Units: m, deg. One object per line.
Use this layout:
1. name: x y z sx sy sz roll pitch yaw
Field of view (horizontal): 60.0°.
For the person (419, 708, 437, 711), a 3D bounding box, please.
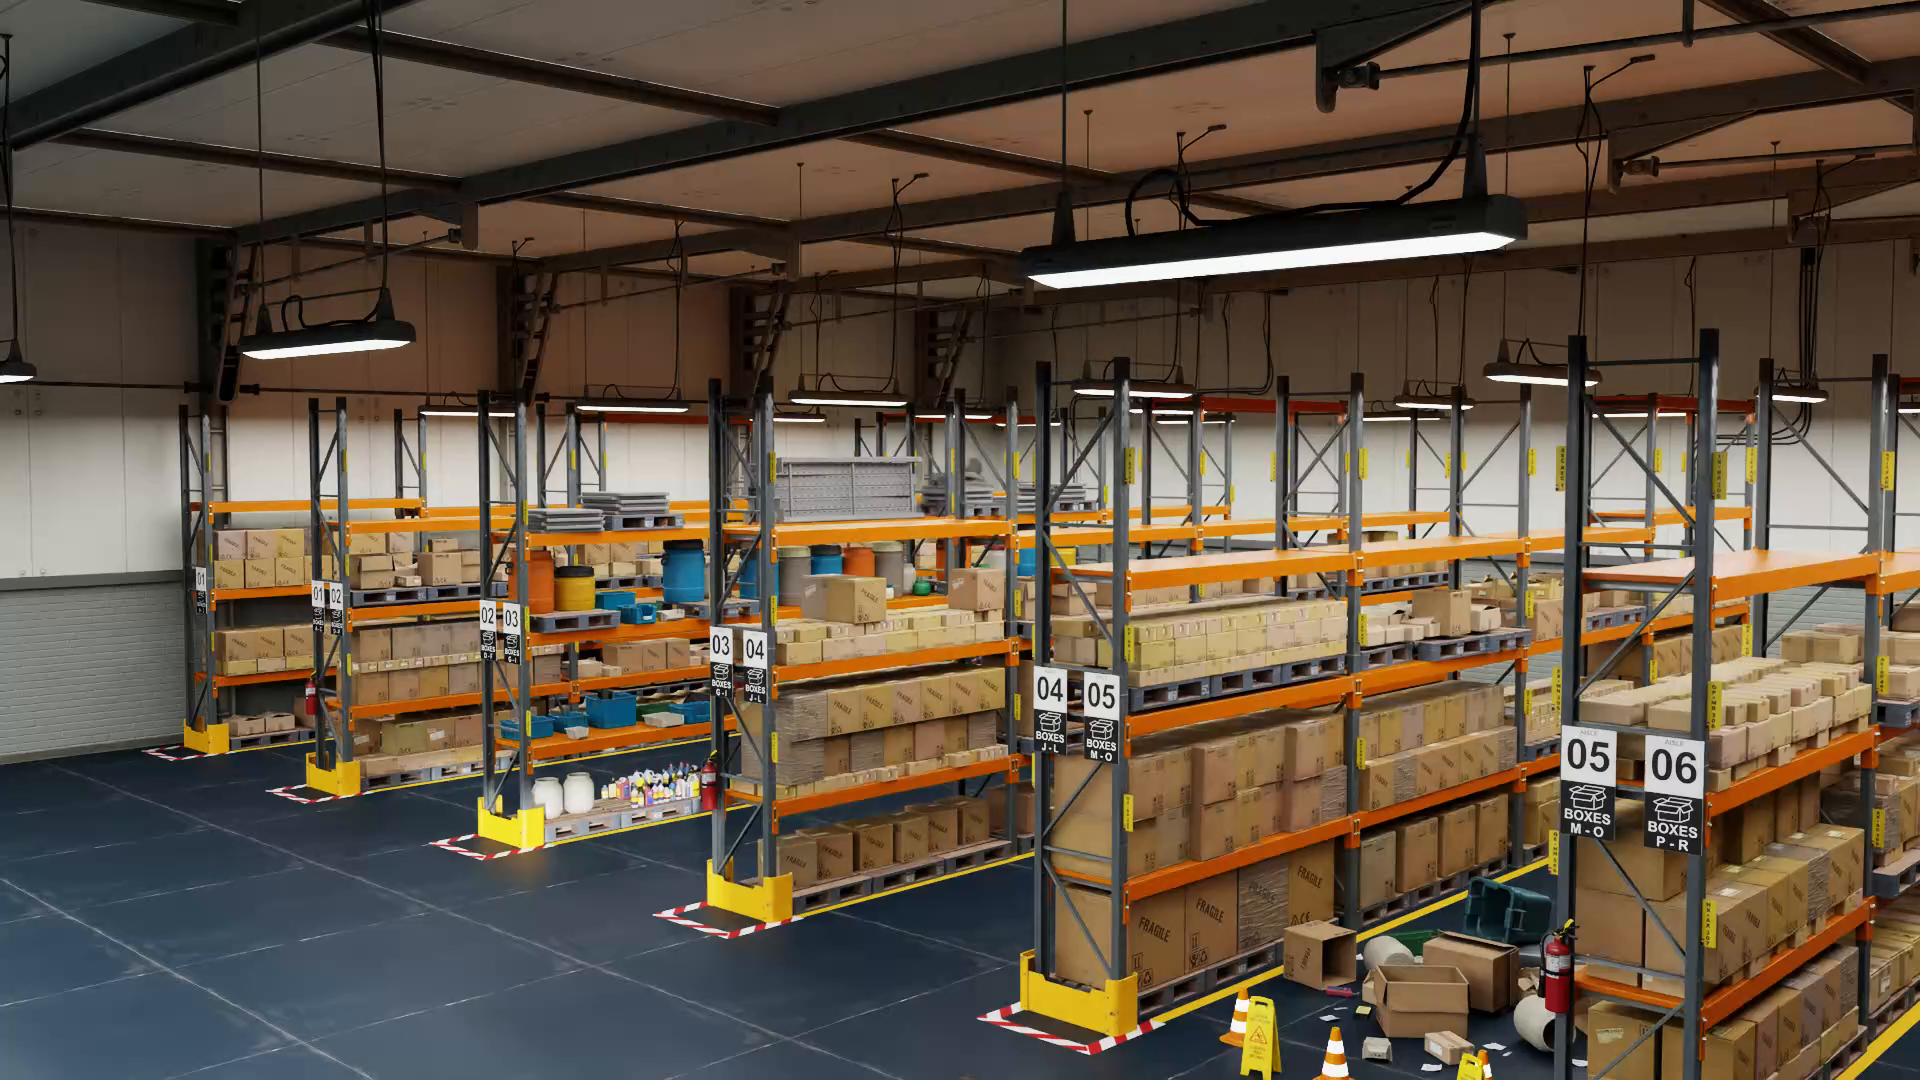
1. person: -9.285 2.847 29.127 0.547 1.563 0.755 2 3 27
